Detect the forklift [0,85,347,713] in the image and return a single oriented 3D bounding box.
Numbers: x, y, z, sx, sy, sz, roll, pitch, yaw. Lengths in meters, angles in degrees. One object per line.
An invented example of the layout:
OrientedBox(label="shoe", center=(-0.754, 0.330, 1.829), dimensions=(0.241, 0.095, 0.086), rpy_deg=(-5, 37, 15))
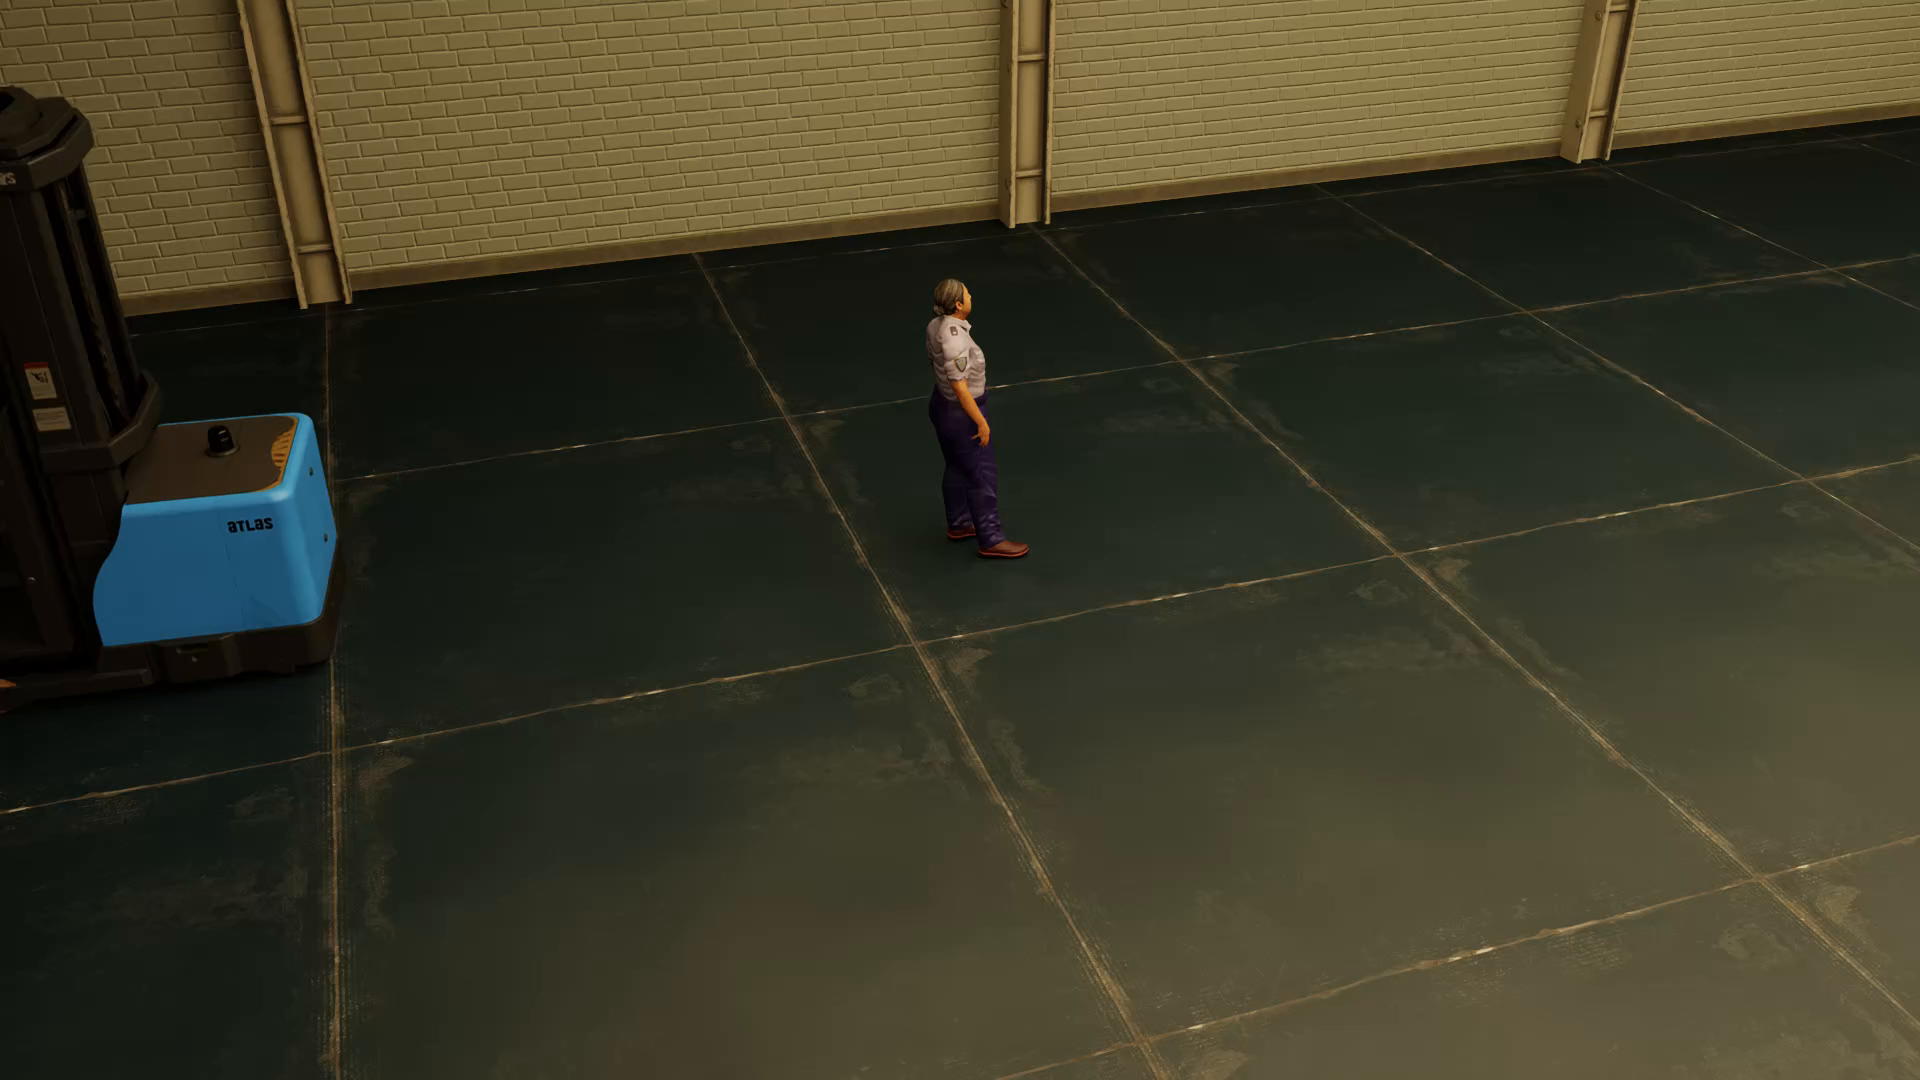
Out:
OrientedBox(label="forklift", center=(-4.910, -0.656, 8.227), dimensions=(3.031, 2.935, 1.130), rpy_deg=(-6, 31, -11))

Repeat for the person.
OrientedBox(label="person", center=(0.093, -0.718, 9.621), dimensions=(0.502, 1.638, 0.598), rpy_deg=(-10, 31, -16))
